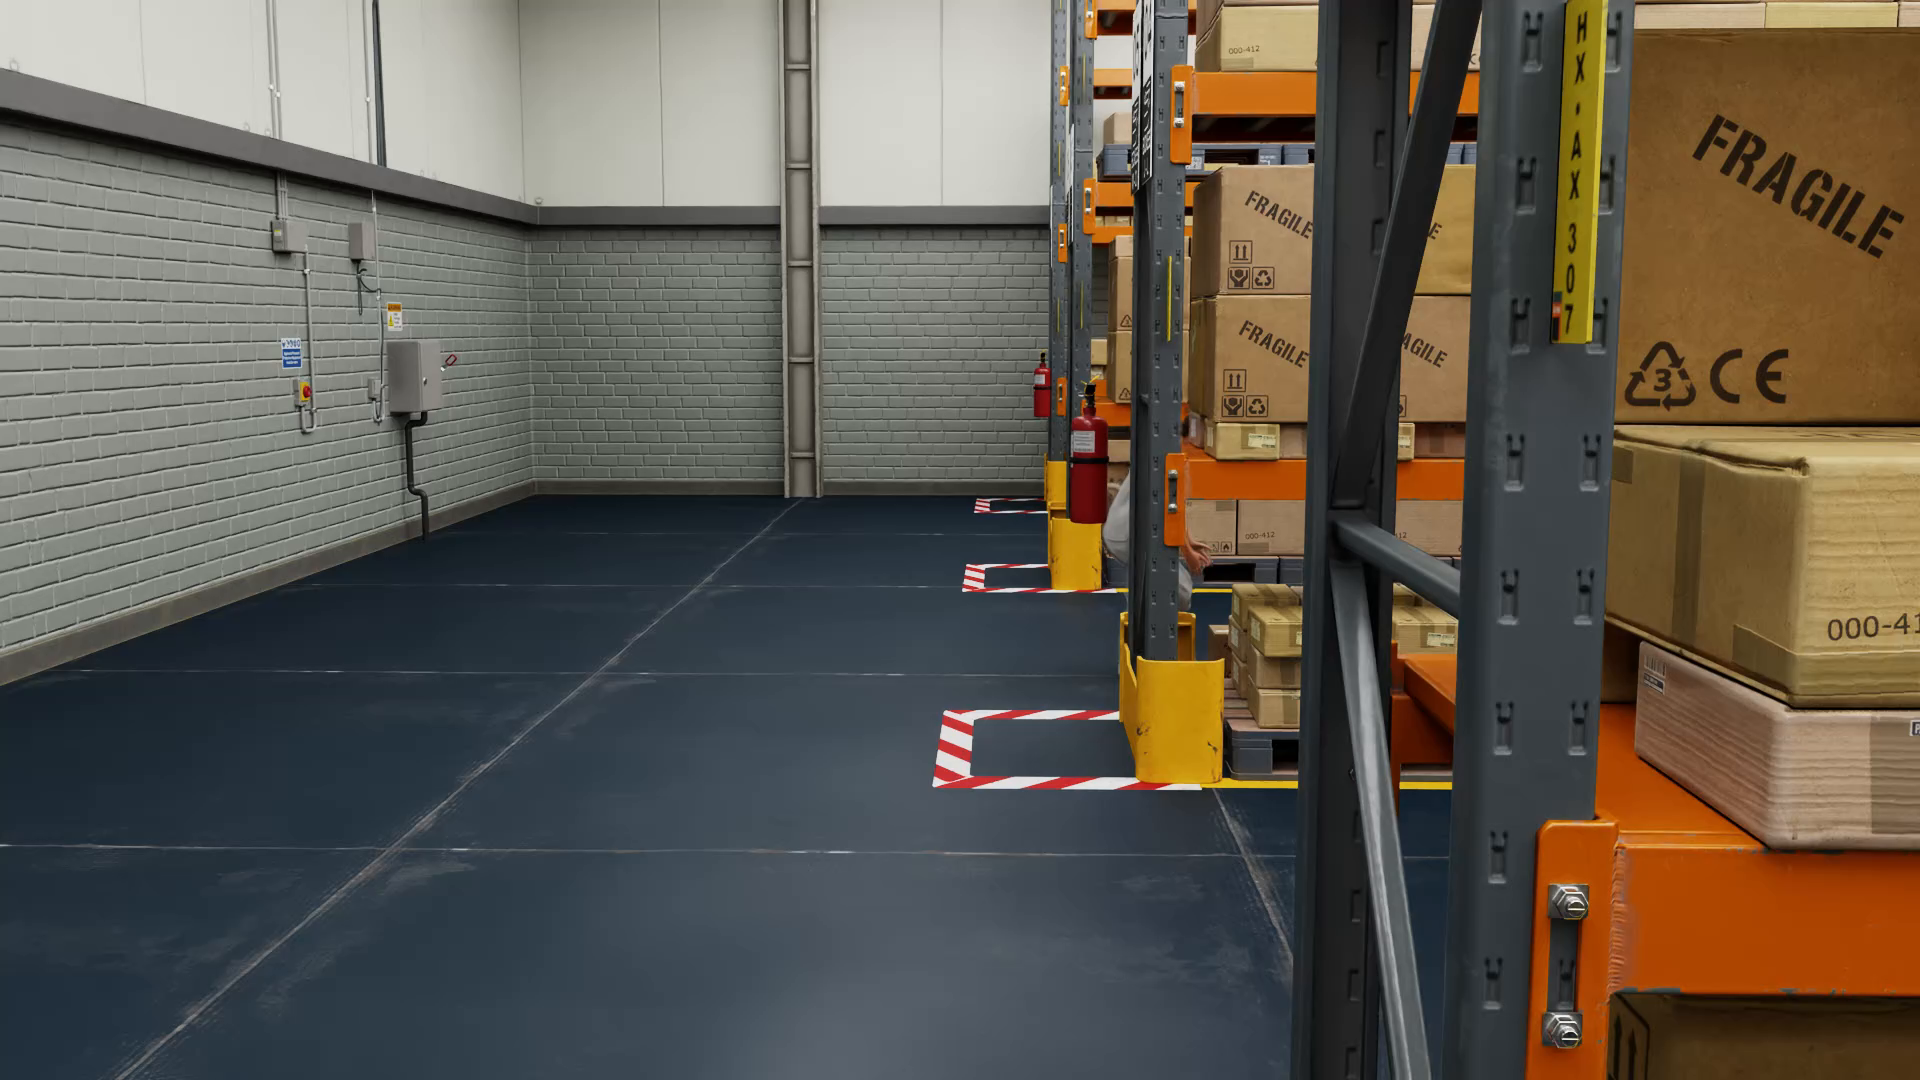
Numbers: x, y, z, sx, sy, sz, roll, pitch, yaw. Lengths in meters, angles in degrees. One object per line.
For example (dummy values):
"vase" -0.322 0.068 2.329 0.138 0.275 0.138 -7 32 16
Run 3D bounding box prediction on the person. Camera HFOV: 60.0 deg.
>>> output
"person" 1.066 0.006 8.777 0.615 1.417 0.490 1 7 10
